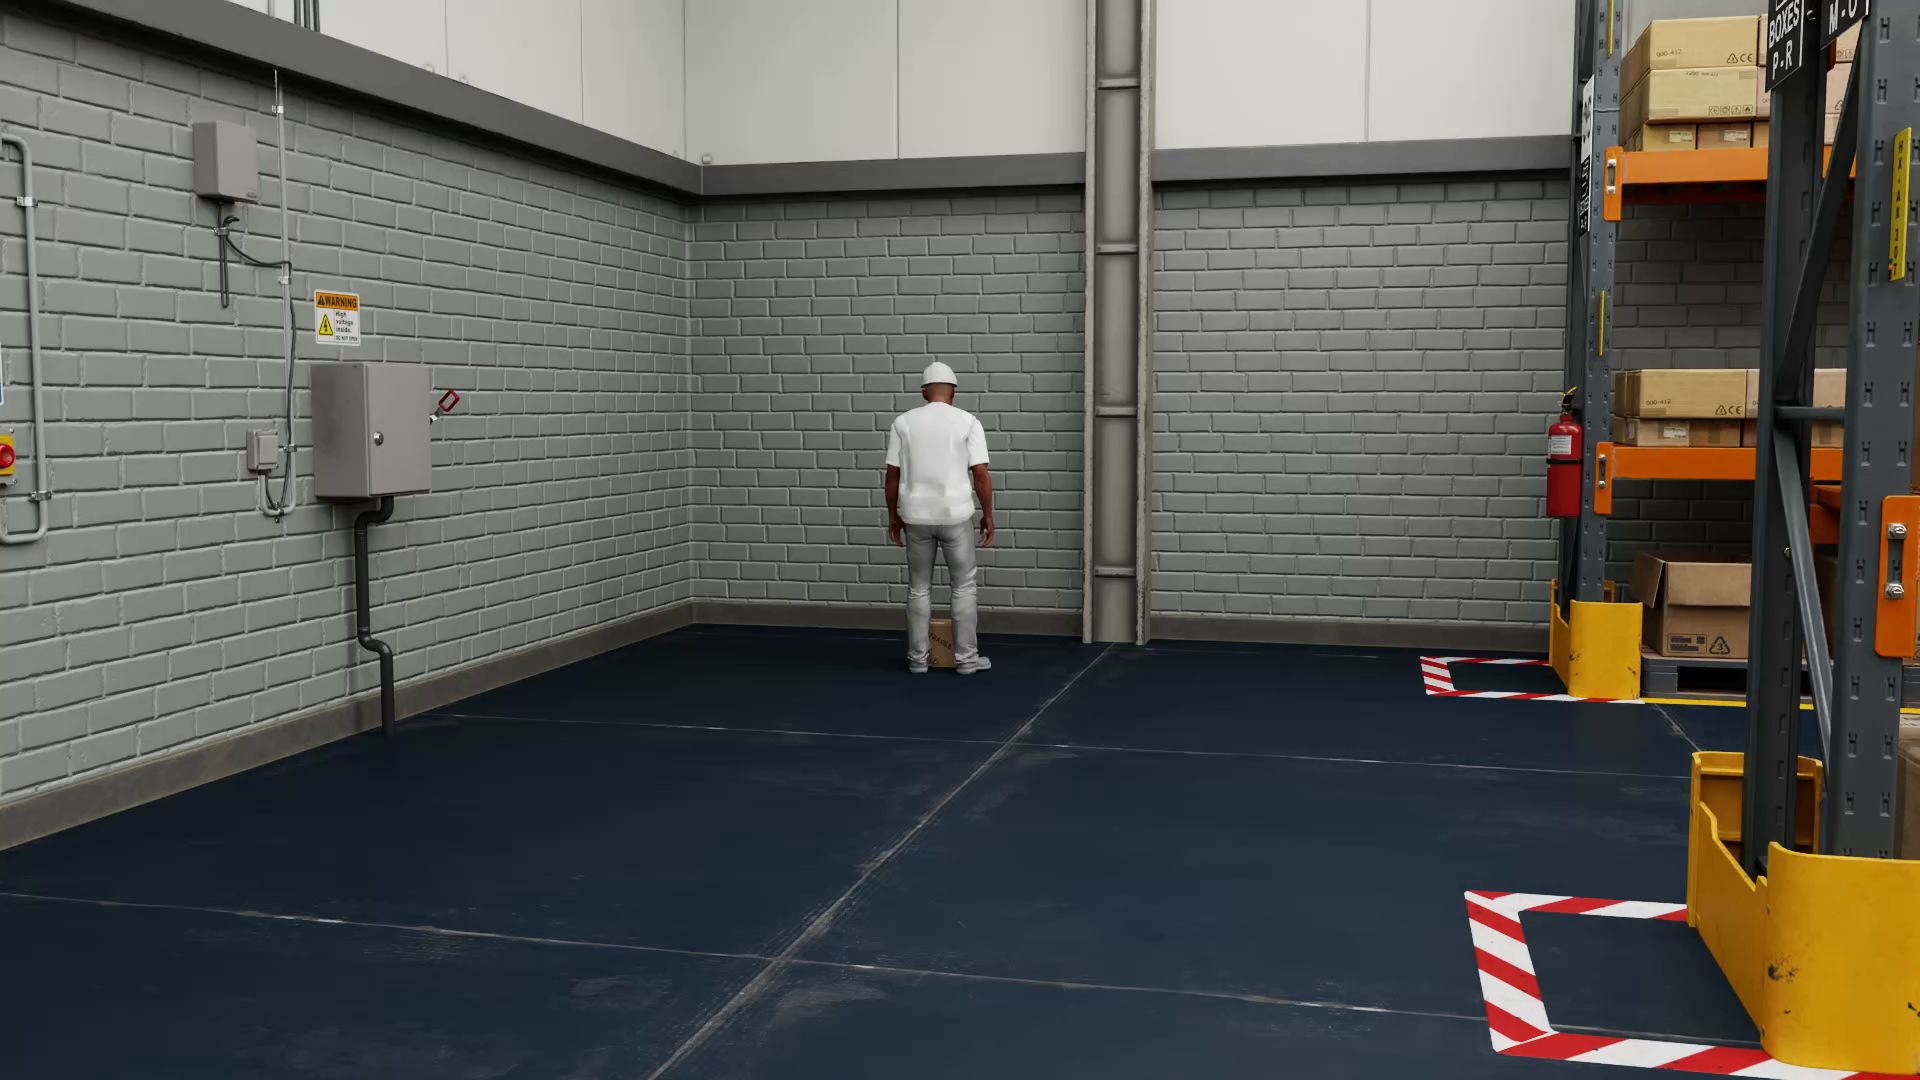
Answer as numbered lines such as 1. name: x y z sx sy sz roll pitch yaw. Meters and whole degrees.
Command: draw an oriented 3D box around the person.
1. person: -0.112 -0.128 9.445 0.625 1.760 0.461 1 5 13
